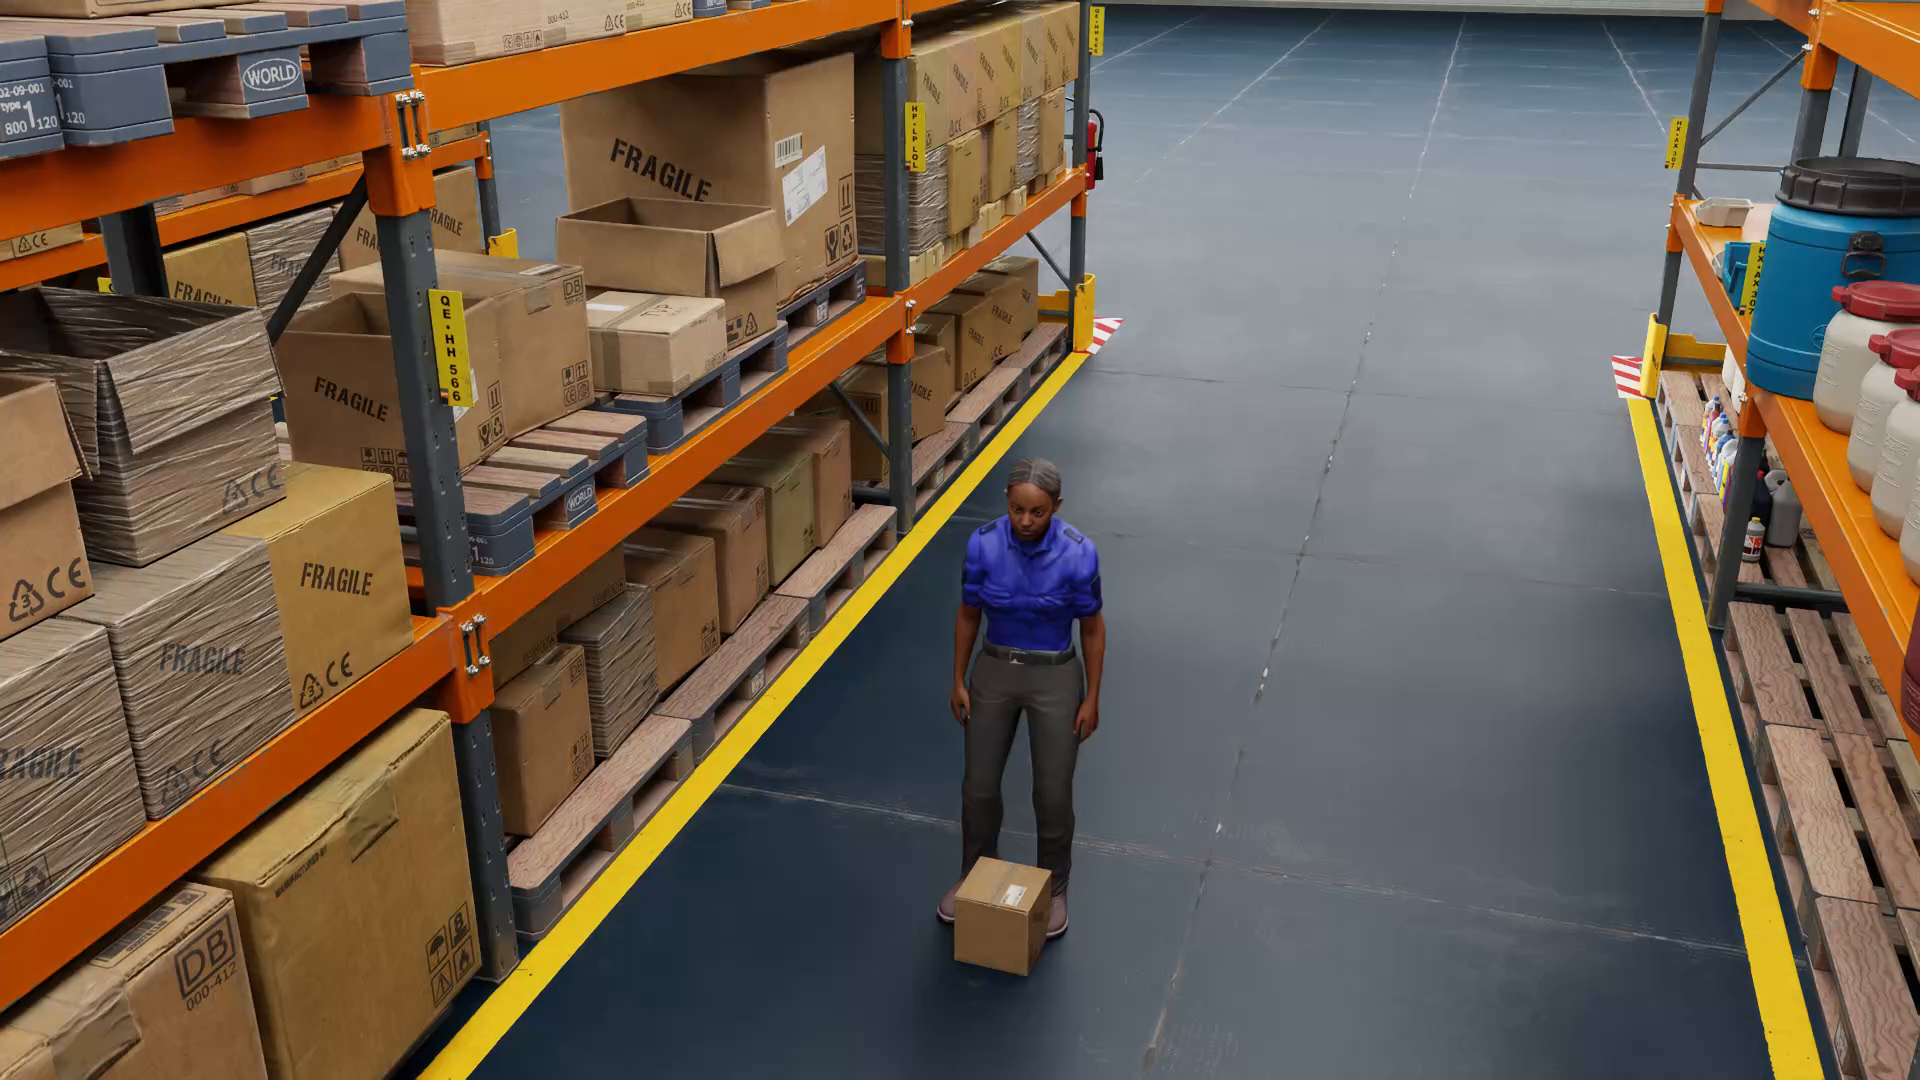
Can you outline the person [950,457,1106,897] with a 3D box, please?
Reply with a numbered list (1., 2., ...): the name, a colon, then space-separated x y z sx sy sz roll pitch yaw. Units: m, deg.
1. person: 0.215 0.473 5.377 0.494 1.554 0.348 5 23 13
